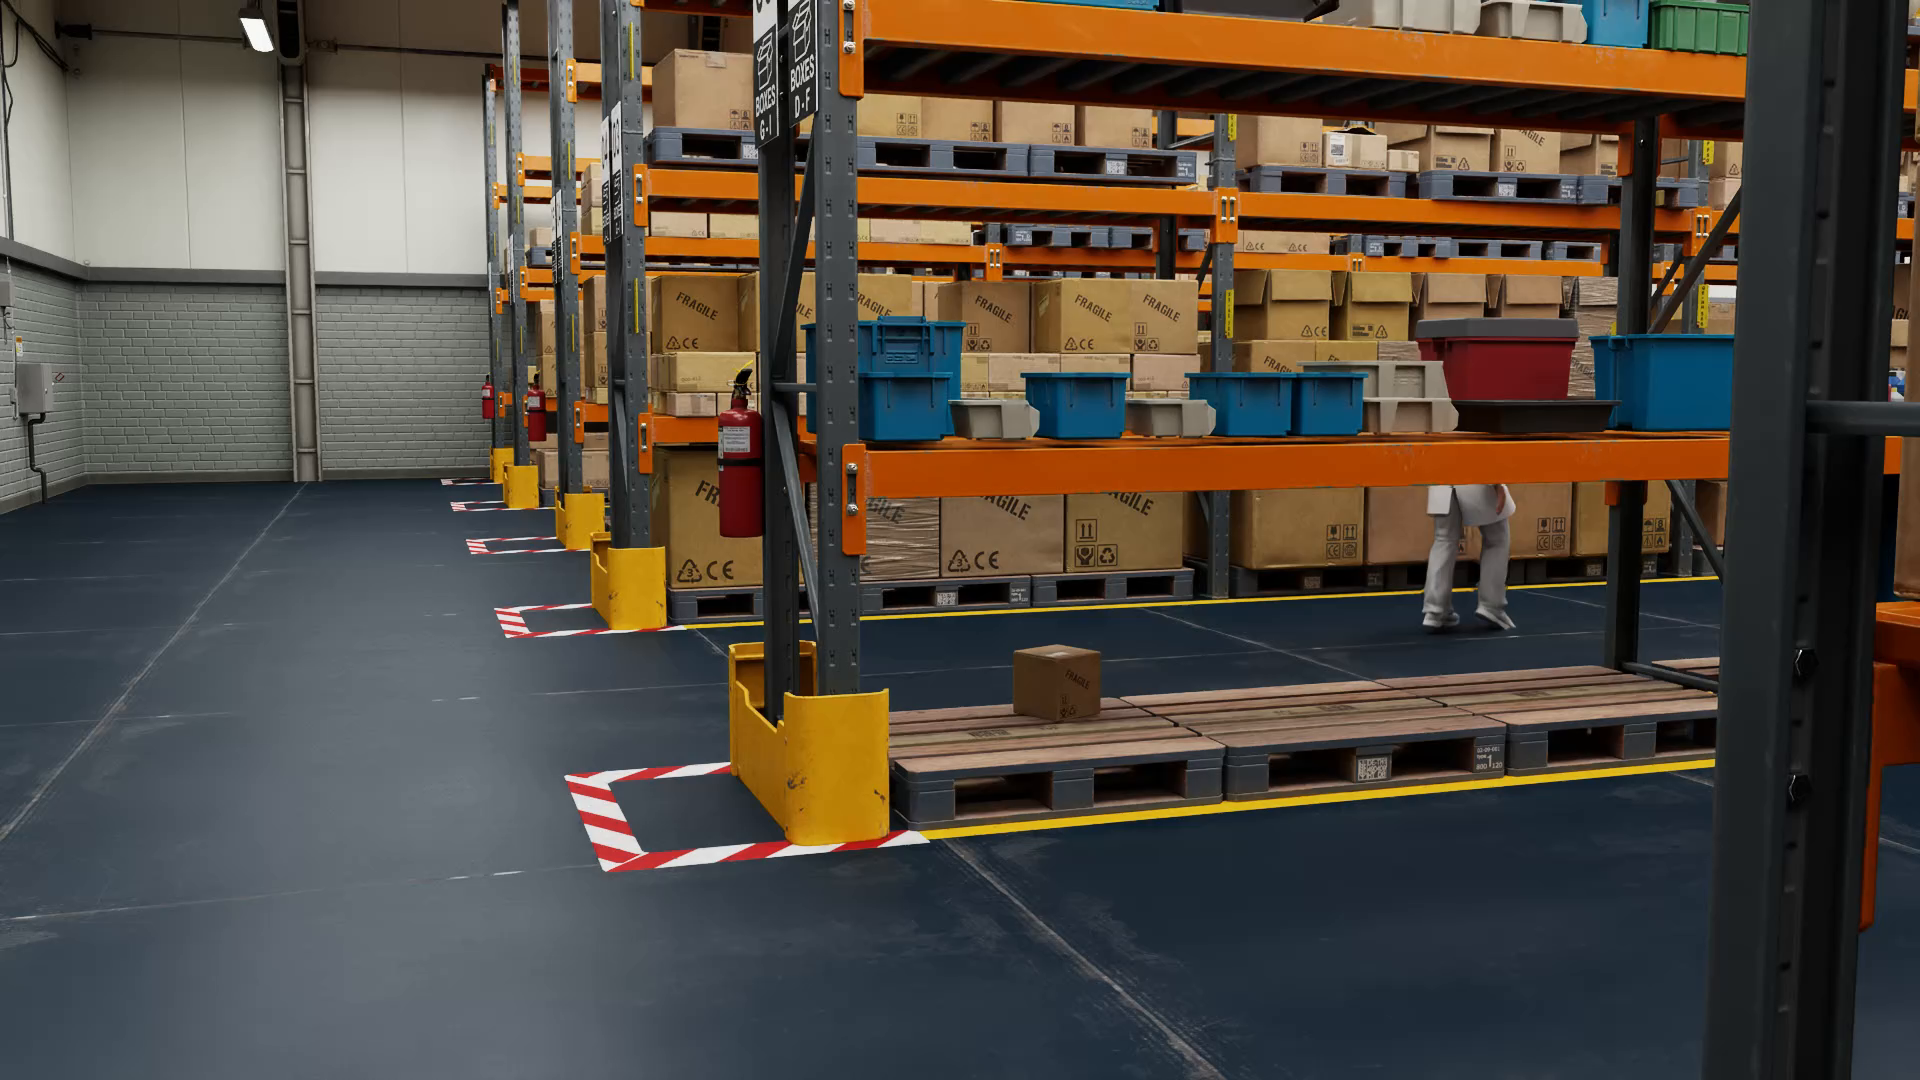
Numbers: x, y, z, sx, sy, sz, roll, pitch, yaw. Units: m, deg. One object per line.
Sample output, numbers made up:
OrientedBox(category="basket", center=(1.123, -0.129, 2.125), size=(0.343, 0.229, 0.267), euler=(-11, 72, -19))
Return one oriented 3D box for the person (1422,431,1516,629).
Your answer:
OrientedBox(category="person", center=(3.107, -0.316, 10.143), size=(0.609, 1.844, 0.719), euler=(5, 8, 42))
